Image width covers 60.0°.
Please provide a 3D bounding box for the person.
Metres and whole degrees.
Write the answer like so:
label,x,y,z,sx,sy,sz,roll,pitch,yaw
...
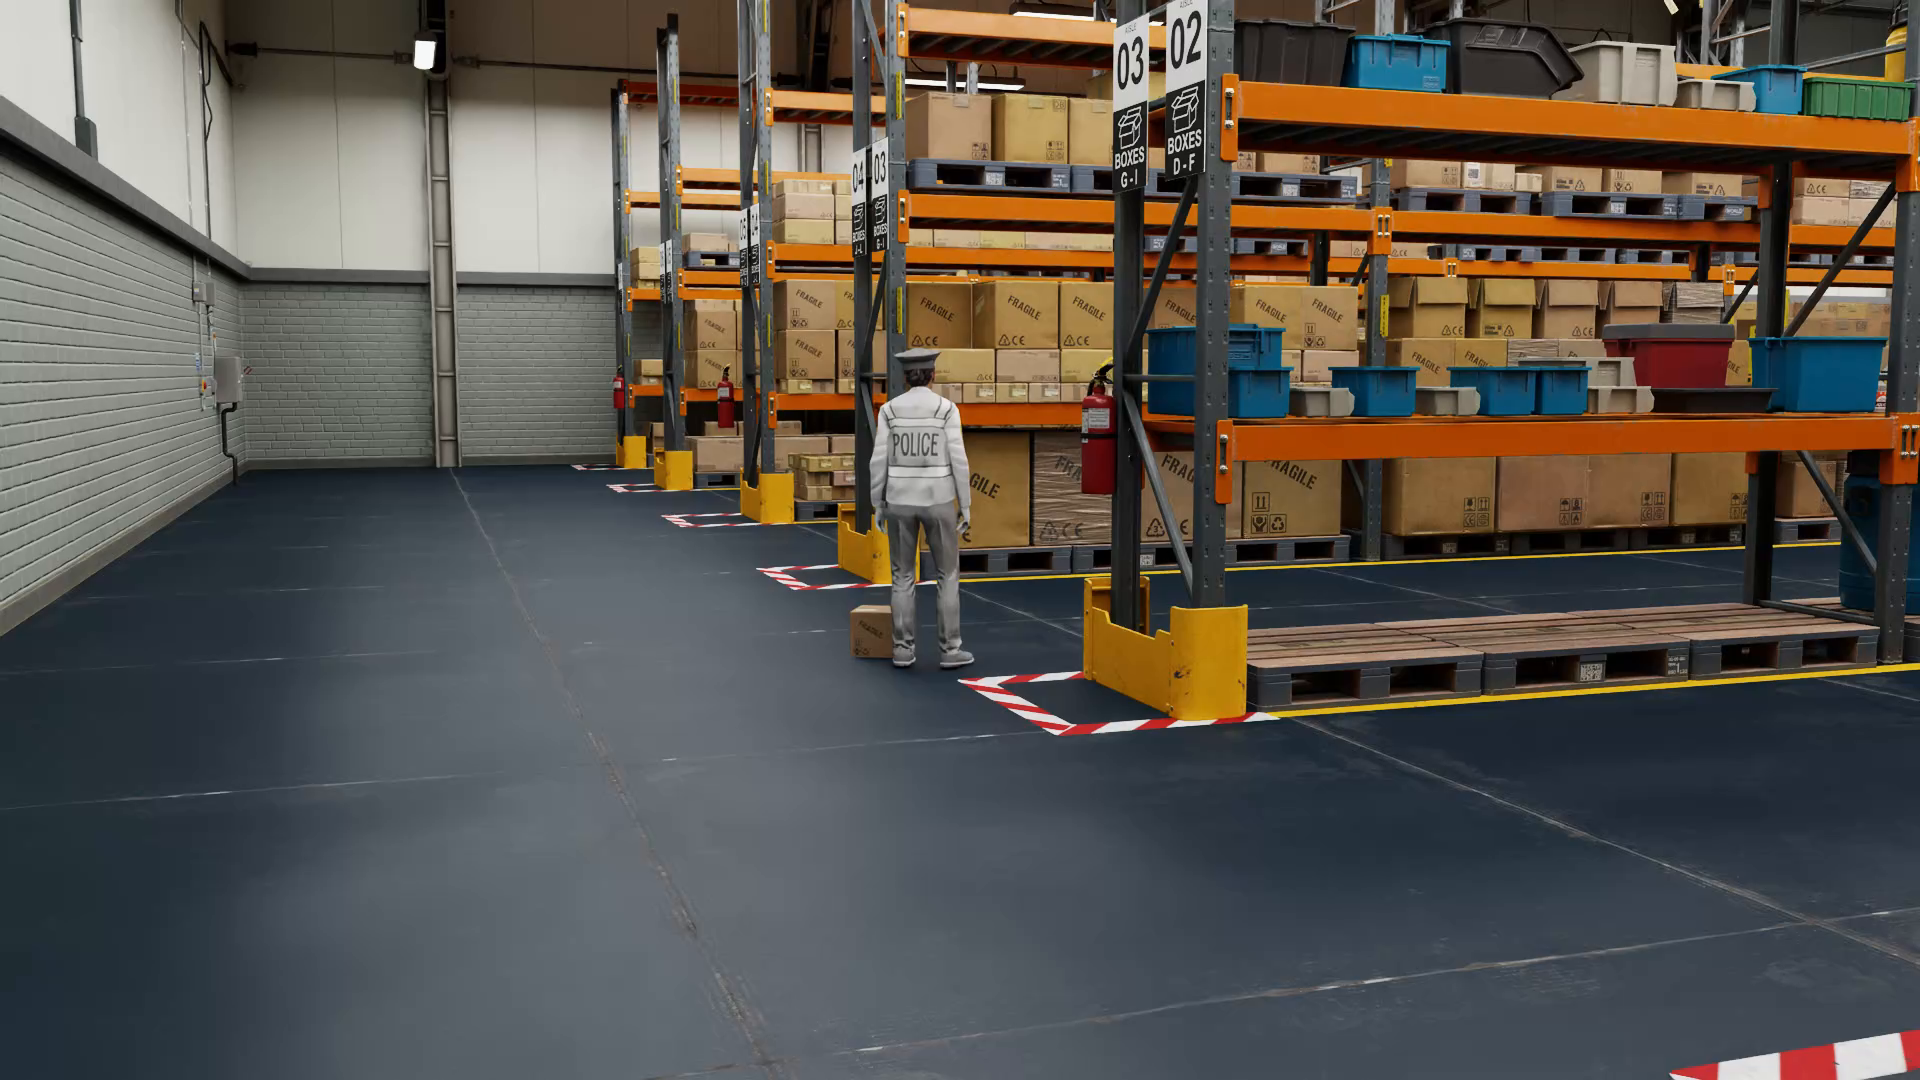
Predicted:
label,x,y,z,sx,sy,sz,roll,pitch,yaw
person,-0.203,-0.165,8.670,0.530,1.661,0.375,1,6,9
